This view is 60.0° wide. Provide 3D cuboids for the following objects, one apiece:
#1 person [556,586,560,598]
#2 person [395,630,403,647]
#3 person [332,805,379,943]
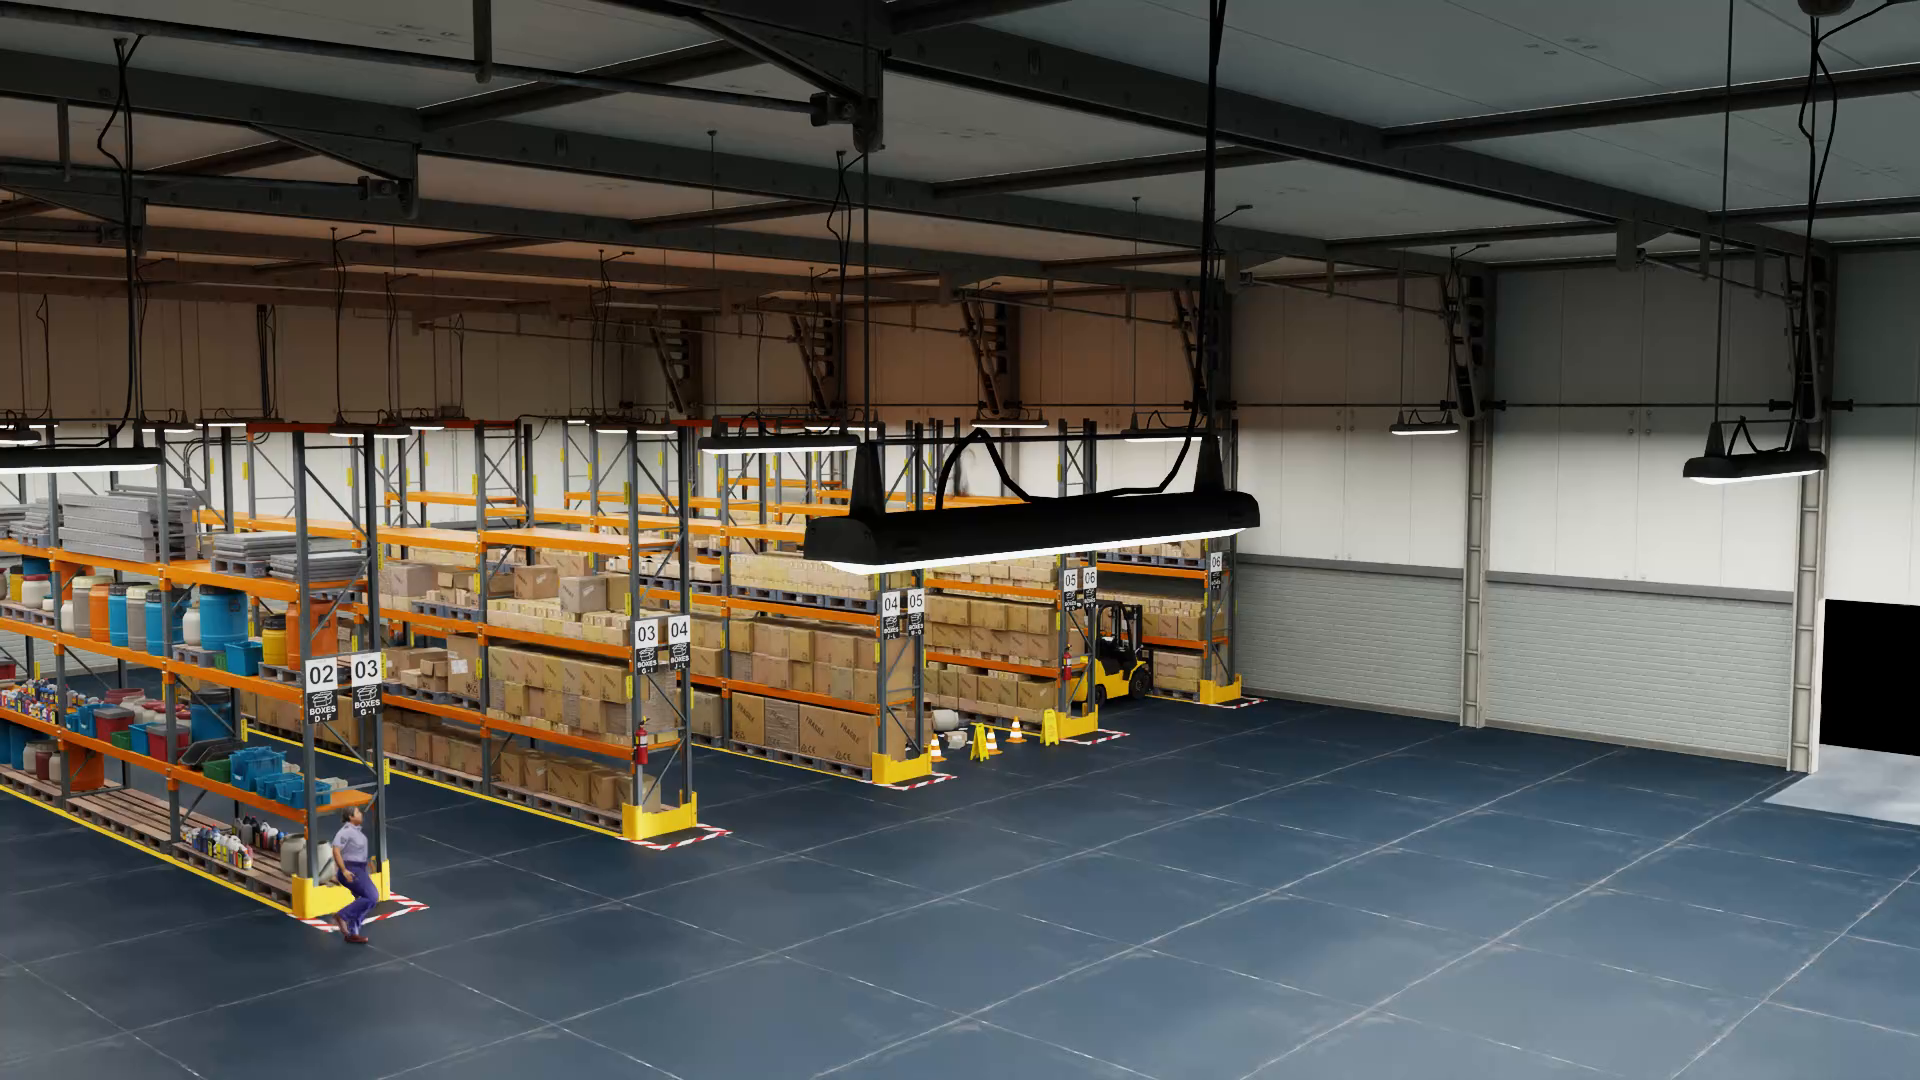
[{"bbox_3d":[-10.630,1.856,44.103,0.659,1.744,0.590,3,6,35],"label":"person"},{"bbox_3d":[-13.298,2.286,39.944,0.719,1.538,0.467,-2,5,-23],"label":"person"},{"bbox_3d":[-7.142,3.936,19.721,0.514,1.574,0.645,-1,5,-11],"label":"person"}]
